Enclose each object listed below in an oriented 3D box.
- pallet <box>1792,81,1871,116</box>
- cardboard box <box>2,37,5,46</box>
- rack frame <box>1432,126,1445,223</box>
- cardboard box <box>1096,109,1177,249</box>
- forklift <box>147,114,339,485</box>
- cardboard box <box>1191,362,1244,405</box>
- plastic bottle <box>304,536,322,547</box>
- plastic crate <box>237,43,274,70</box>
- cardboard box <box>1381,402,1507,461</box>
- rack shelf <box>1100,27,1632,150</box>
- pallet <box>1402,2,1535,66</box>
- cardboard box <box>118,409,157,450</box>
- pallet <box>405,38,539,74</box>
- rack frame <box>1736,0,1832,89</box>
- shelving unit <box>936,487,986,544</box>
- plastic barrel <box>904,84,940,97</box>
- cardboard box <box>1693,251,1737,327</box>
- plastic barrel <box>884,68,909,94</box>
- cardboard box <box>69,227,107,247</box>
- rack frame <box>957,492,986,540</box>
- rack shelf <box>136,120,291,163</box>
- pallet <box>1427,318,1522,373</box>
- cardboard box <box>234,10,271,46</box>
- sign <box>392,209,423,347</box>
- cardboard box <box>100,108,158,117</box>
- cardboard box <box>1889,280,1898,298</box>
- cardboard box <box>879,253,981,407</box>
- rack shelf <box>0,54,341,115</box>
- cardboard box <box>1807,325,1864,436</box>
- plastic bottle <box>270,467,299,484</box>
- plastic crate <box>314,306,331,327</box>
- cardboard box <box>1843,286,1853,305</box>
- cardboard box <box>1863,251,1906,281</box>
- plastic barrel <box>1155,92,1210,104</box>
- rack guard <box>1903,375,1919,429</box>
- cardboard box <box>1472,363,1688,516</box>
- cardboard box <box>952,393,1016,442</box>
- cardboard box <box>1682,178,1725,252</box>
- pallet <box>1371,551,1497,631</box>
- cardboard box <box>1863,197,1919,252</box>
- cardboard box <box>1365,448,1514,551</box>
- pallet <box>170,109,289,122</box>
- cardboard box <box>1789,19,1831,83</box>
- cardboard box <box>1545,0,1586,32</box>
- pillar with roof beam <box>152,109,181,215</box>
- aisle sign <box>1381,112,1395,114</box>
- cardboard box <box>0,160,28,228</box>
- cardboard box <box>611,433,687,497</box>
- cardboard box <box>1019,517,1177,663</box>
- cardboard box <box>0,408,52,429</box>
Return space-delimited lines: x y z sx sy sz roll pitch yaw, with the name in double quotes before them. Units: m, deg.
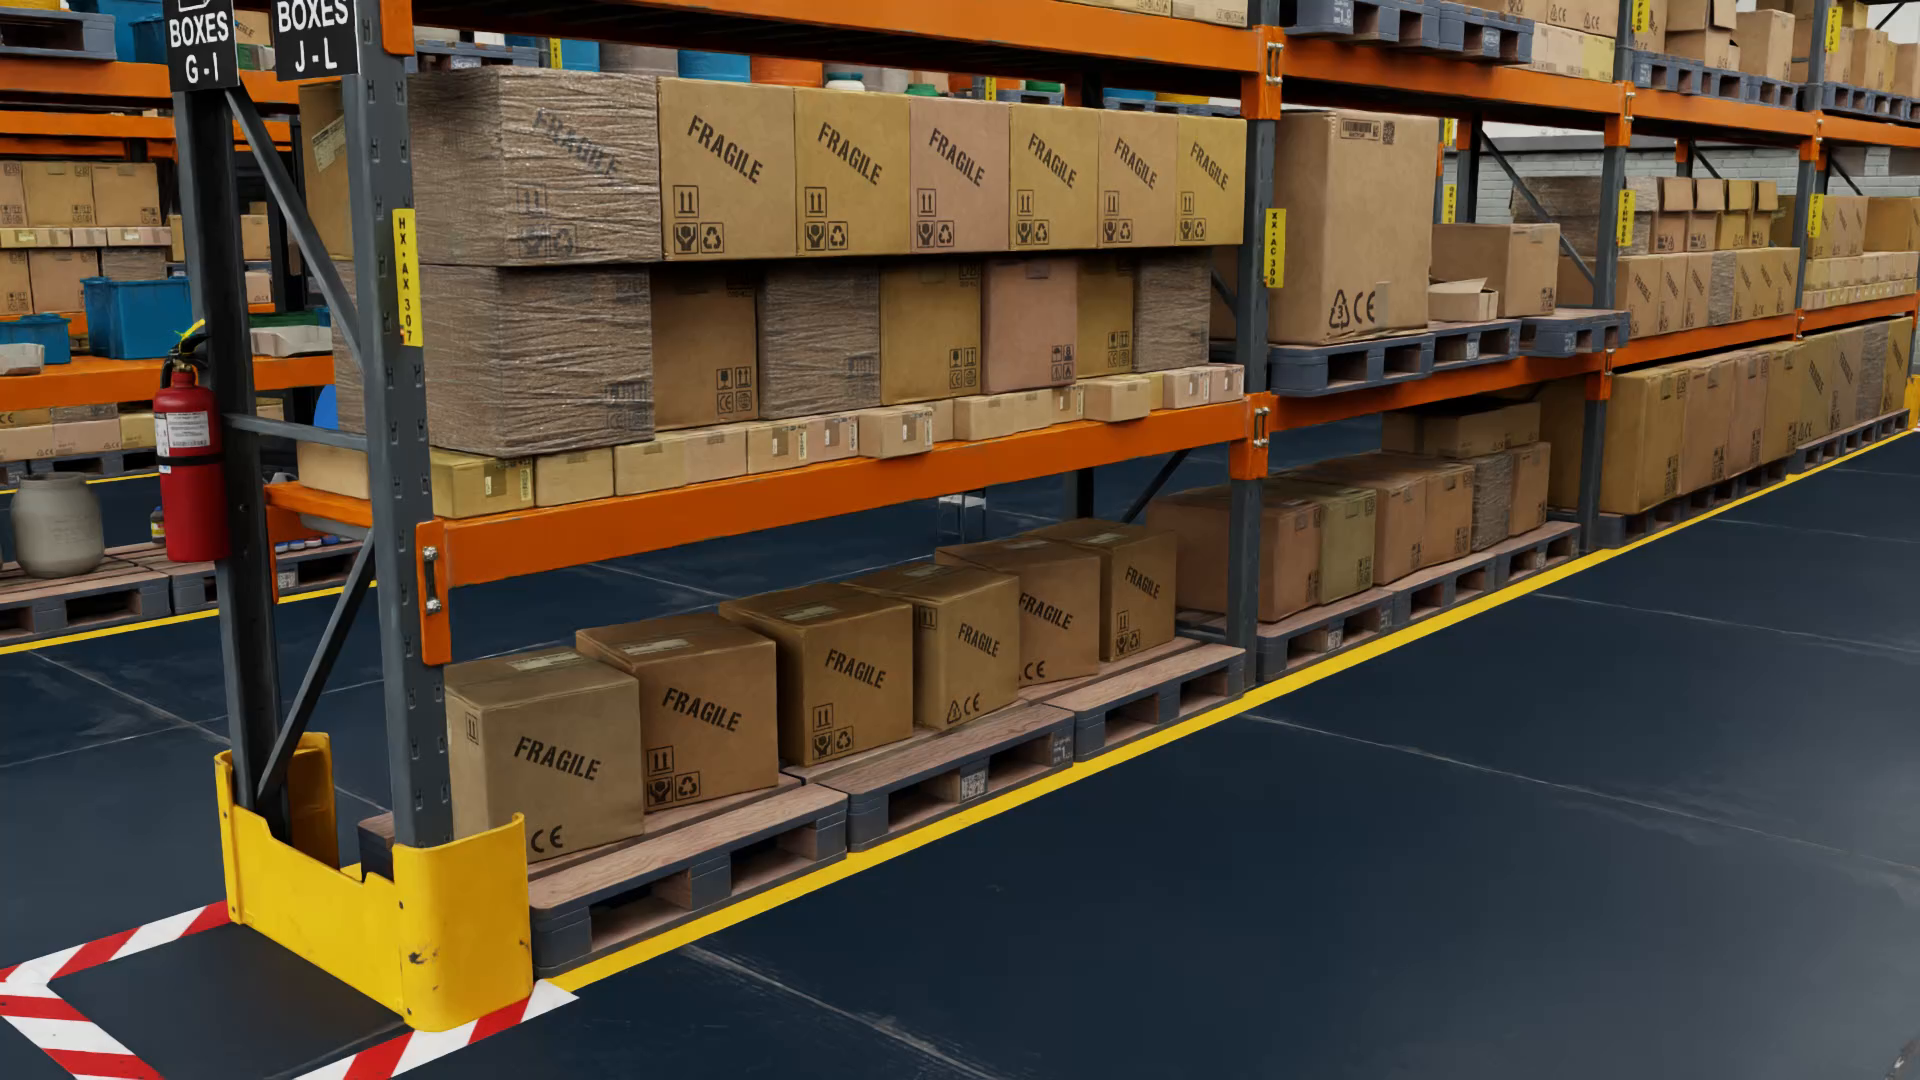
"pallet" 6.729 -3.589 13.592 1.003 0.211 1.213 10 15 40
"cardboard box" -7.425 -3.730 12.866 0.500 0.311 0.500 9 14 37
"rack frame" 5.101 -3.272 19.434 1.000 3.000 0.127 10 15 40
"cardboard box" 0.481 -1.376 6.373 0.500 0.500 0.500 10 15 40
"forklift" -4.939 -1.879 12.634 3.031 2.935 1.130 5 12 24
"cardboard box" 0.979 -0.673 7.065 0.380 0.149 0.250 10 15 40
"plastic bottle" -3.672 -0.068 9.412 0.097 0.201 0.097 0 11 0
"plastic crate" -4.066 -2.676 9.336 0.336 0.188 0.450 10 15 40
"cardboard box" 2.779 -0.630 9.553 0.500 0.250 0.500 -10 15 -41
"rack shelf" 2.221 -2.278 8.639 1.077 0.370 4.000 10 15 40
"pallet" 2.070 -2.475 8.265 1.213 0.211 1.003 10 15 40
"cardboard box" -6.680 -0.908 13.549 0.500 0.250 0.500 10 15 40
"pallet" -3.223 -2.766 9.725 1.213 0.211 1.003 10 15 40
"rack frame" 6.181 -4.985 12.694 1.000 3.000 0.127 10 15 40
"shelving unit" 0.005 -0.442 10.629 0.258 0.900 0.210 10 15 40
"plastic barrel" -0.304 -3.447 13.048 0.294 0.245 0.294 0 11 0
"cardboard box" 5.072 -1.765 11.635 0.500 0.500 0.500 10 15 41
"plastic barrel" -0.615 -3.615 13.206 0.421 0.512 0.421 0 11 0
"cardboard box" -6.893 -2.372 13.016 0.380 0.149 0.250 9 15 39
"rack frame" 0.072 -0.457 10.704 0.240 0.900 0.006 10 15 40
"rack shelf" -5.218 -3.560 15.054 1.077 0.370 4.000 10 15 40
"pallet" 2.265 -1.064 8.869 1.003 0.211 1.213 10 15 40
"cardboard box" -6.102 -4.204 13.839 0.500 0.500 0.500 10 15 41
"sign" -1.332 -0.632 4.006 0.100 0.325 0.005 10 15 40
"cardboard box" -9.027 -4.765 17.923 0.500 0.500 0.500 9 14 38
"cardboard box" 8.331 -2.301 15.216 0.380 0.149 0.250 10 15 41
"cardboard box" -0.415 -0.779 5.938 0.875 0.500 0.500 10 15 40
"rack shelf" -4.140 -2.330 8.898 1.077 0.370 4.000 10 15 40
"cardboard box" 7.271 -1.426 14.546 0.875 0.875 0.875 10 15 40
"plastic bottle" -4.070 -0.268 10.033 0.144 0.351 0.185 10 15 40
"plastic crate" -3.347 -1.236 9.618 0.499 0.251 0.616 10 15 40
"cardboard box" 7.314 -2.074 14.080 0.380 0.149 0.250 9 15 40
"cardboard box" 8.366 -2.524 15.312 0.500 0.250 0.500 9 15 39
"plastic barrel" 2.011 -4.292 15.331 0.600 0.588 0.600 0 11 0
"rack guard" 8.838 -1.409 16.491 1.175 0.500 0.348 10 15 40
"cardboard box" 4.012 -0.717 10.997 1.225 0.875 0.875 9 14 38
"cardboard box" -0.022 -0.454 5.969 0.380 0.149 0.250 10 15 40
"cardboard box" 4.906 -2.296 11.732 0.797 0.503 0.637 10 15 42
"pallet" 2.218 0.206 9.139 1.003 0.211 1.213 10 15 40
"cardboard box" 8.698 -2.966 15.611 0.500 0.500 0.500 10 15 41
"cardboard box" 2.757 -0.260 9.614 0.700 0.500 0.500 8 14 36
"pallet" -5.966 -3.656 14.187 0.805 0.209 1.217 9 14 38
"cardboard box" 6.653 -3.941 13.543 0.700 0.500 0.500 9 14 37
"cardboard box" 3.084 -3.040 9.085 0.500 0.500 0.500 10 15 40
"pillar with roof beam" -5.896 -5.682 16.182 9.100 9.000 0.400 10 15 40
"aisle sign" 4.926 -4.596 19.425 0.394 0.787 0.004 10 15 40
"cardboard box" -7.490 -2.618 12.595 0.700 0.500 0.500 10 15 40
"cardboard box" -1.017 -0.235 4.869 0.380 0.149 0.250 10 15 40
"cardboard box" 0.606 0.208 7.324 0.500 0.500 0.500 9 15 39
"cardboard box" -7.346 -1.130 12.744 0.500 0.500 0.500 10 15 40
